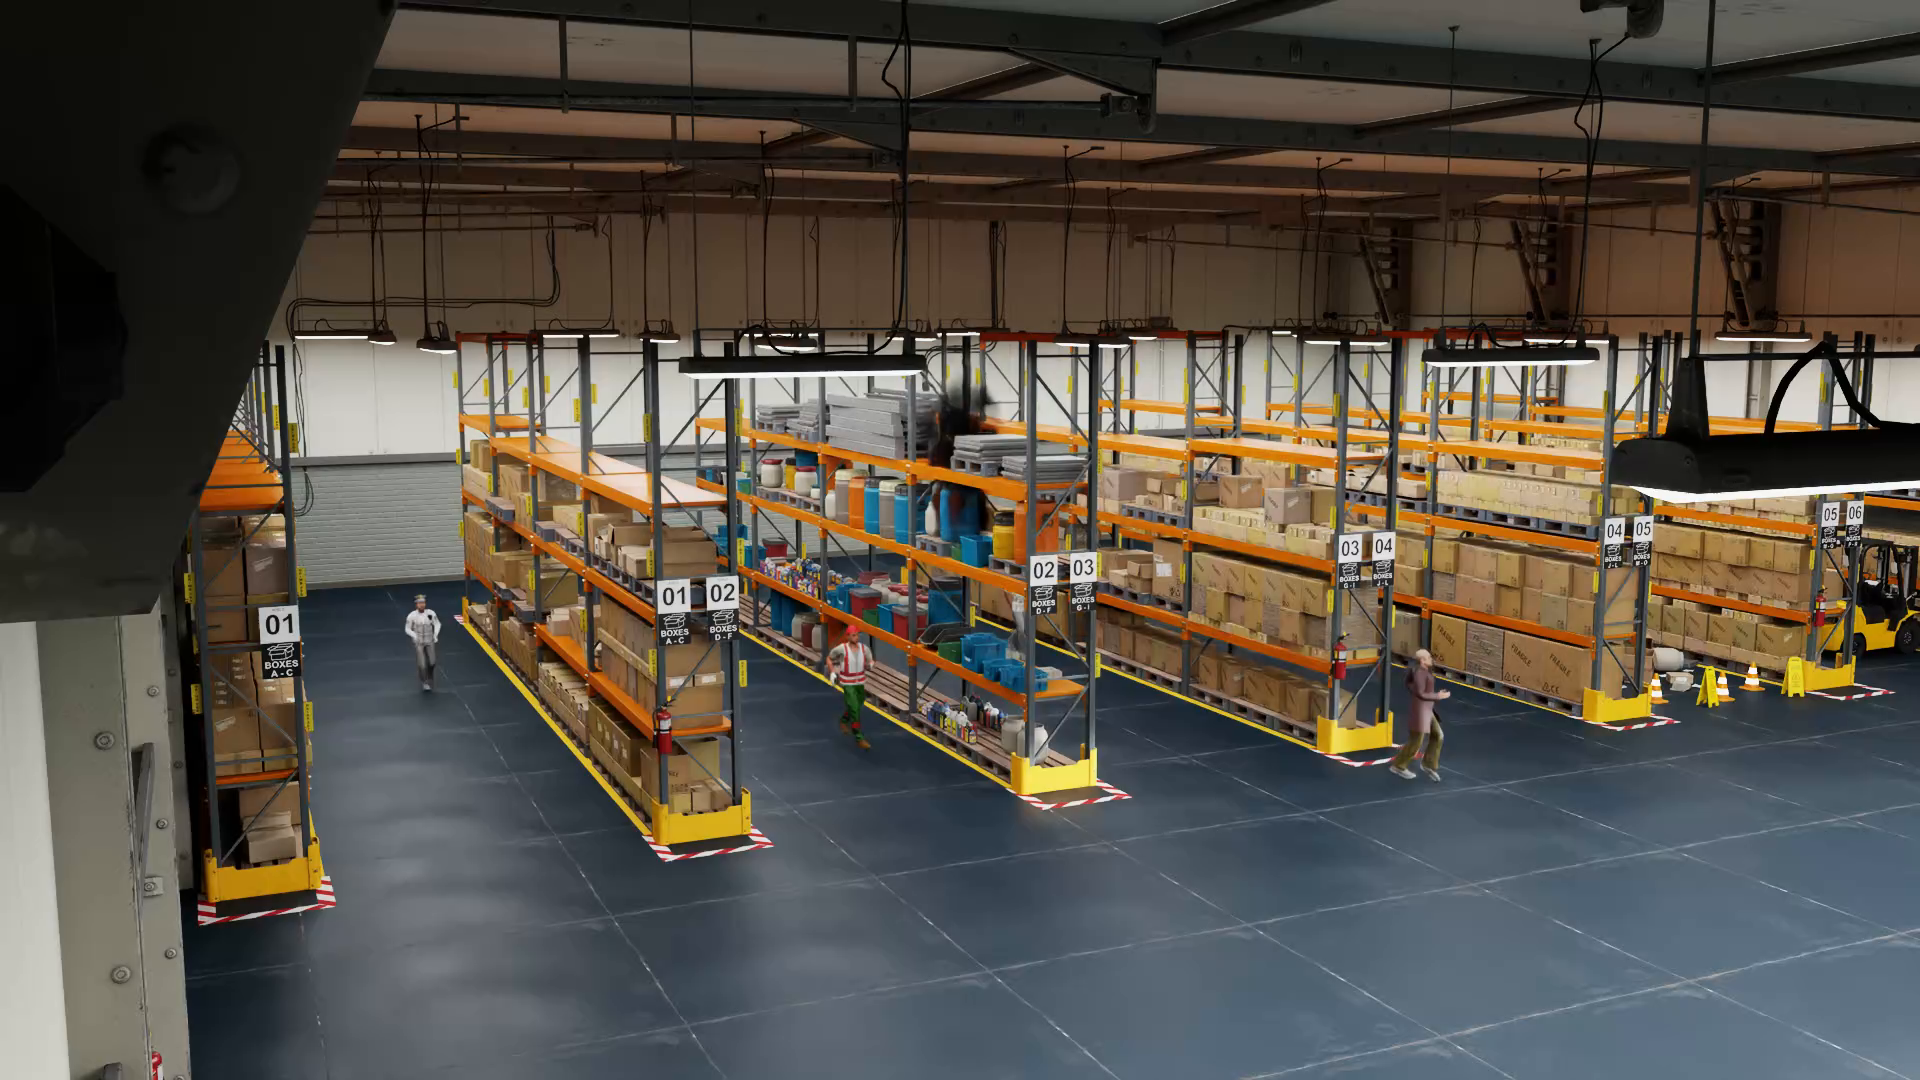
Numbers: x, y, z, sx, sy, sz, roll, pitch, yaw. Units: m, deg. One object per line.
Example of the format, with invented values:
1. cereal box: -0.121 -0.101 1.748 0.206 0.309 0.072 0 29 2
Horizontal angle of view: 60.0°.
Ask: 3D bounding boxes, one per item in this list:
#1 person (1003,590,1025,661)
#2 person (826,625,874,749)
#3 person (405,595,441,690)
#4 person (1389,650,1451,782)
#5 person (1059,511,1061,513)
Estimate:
1. person: 1.126 1.351 30.931 0.546 1.751 0.908 -5 9 -31
2. person: -1.588 2.117 24.527 0.661 1.769 0.993 -5 9 -32
3. person: -9.029 1.736 28.039 0.589 1.648 0.528 -3 8 -24
4. person: 6.292 2.411 22.709 0.764 1.849 0.706 3 8 21
5. person: 2.215 0.110 39.956 0.716 1.734 0.571 0 8 -3
